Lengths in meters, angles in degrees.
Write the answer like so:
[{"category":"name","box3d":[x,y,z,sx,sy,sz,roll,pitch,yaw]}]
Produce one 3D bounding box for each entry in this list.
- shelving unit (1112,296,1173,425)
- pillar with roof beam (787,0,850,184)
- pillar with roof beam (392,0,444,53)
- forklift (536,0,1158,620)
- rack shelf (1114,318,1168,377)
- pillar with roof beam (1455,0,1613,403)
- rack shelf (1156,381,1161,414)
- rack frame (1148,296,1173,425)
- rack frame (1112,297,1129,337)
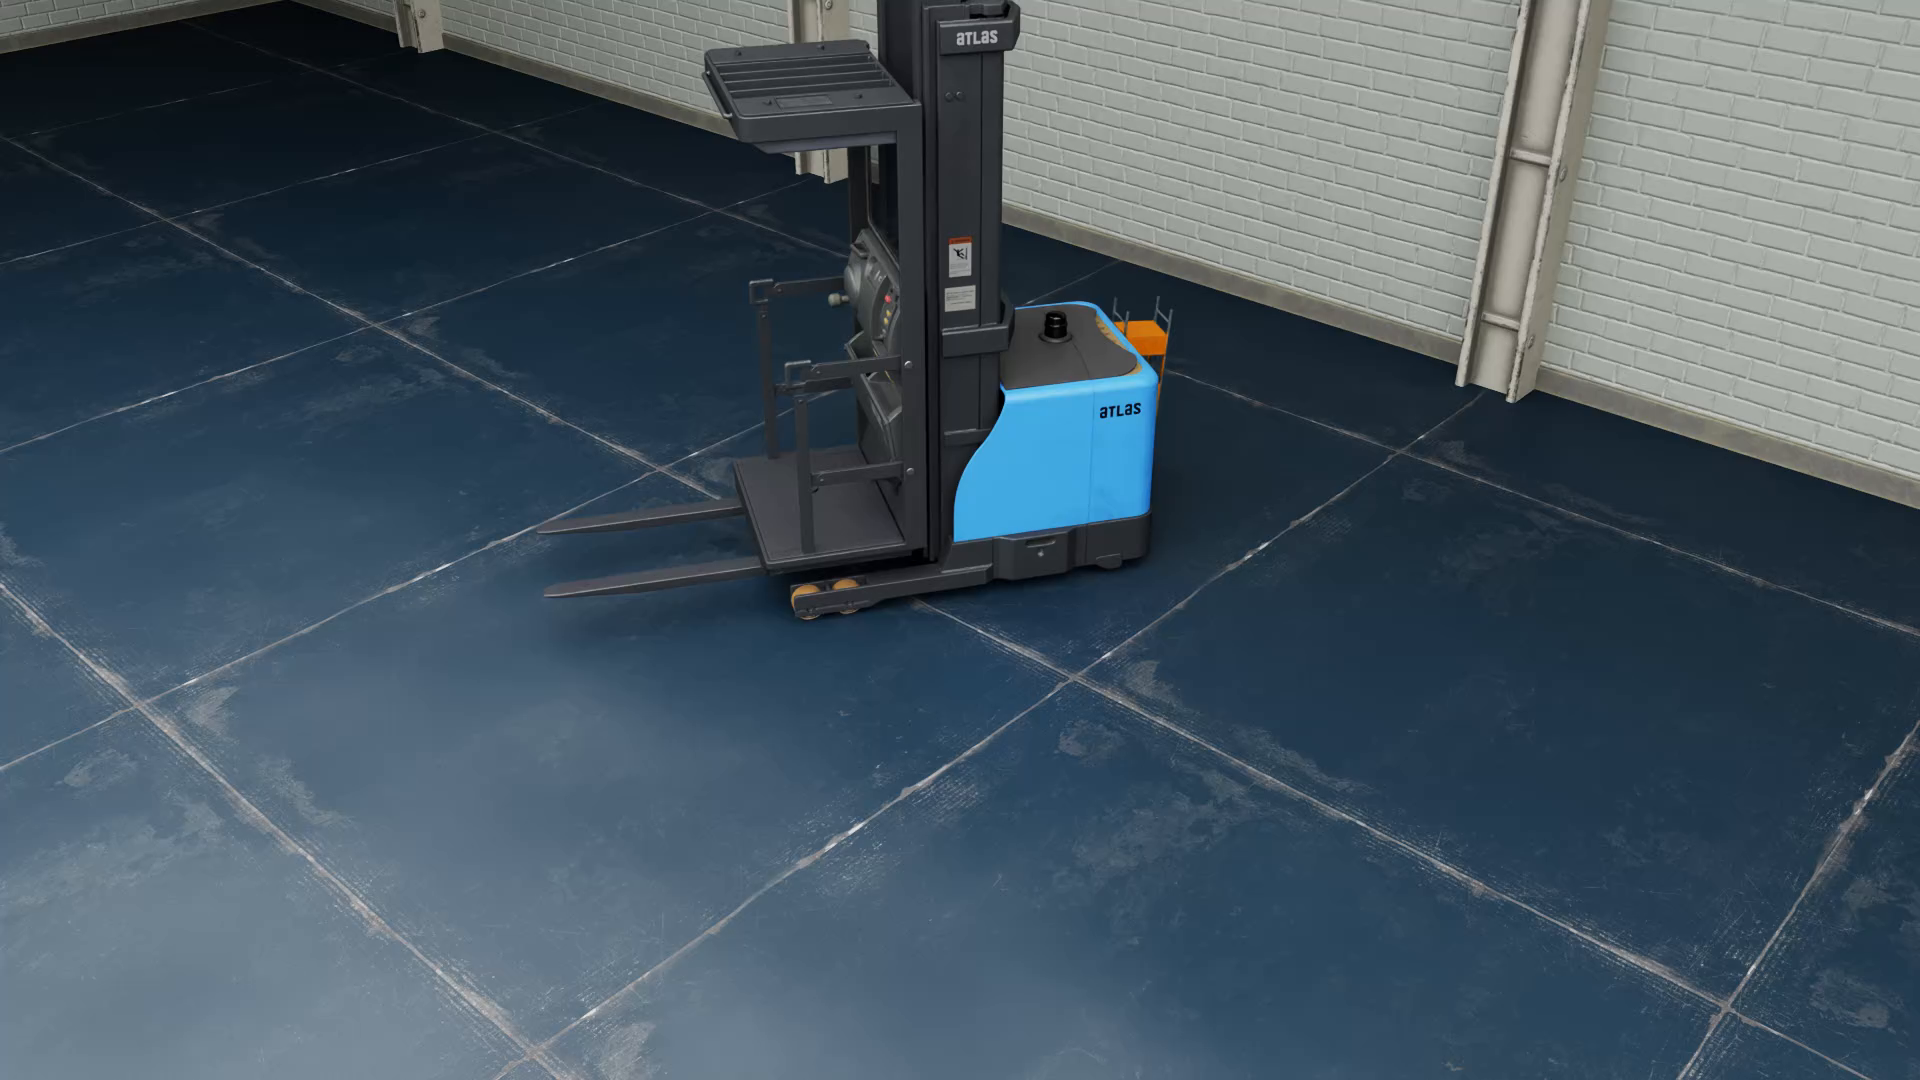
[{"category":"shelving unit","box3d":[0.928,-0.791,9.030,0.252,1.050,0.215,-4,31,-16]},{"category":"pillar with roof beam","box3d":[-4.006,-5.246,8.739,0.400,9.000,9.100,25,39,35]},{"category":"pillar with roof beam","box3d":[-8.455,-7.322,12.188,0.400,9.000,9.100,25,39,35]},{"category":"forklift","box3d":[-0.600,-1.171,7.853,3.031,2.935,1.130,-8,32,-13]},{"category":"rack shelf","box3d":[0.949,-1.028,8.894,0.240,0.259,0.215,-4,31,-16]},{"category":"pillar with roof beam","box3d":[0.442,-3.169,5.290,0.400,9.000,9.100,25,39,35]},{"category":"rack shelf","box3d":[0.927,-0.782,9.035,0.240,0.259,0.215,-4,31,-16]},{"category":"rack frame","box3d":[1.045,-0.800,9.063,0.008,1.050,0.200,-4,31,-16]},{"category":"rack frame","box3d":[0.811,-0.783,8.997,0.008,1.050,0.200,-4,31,-16]}]
